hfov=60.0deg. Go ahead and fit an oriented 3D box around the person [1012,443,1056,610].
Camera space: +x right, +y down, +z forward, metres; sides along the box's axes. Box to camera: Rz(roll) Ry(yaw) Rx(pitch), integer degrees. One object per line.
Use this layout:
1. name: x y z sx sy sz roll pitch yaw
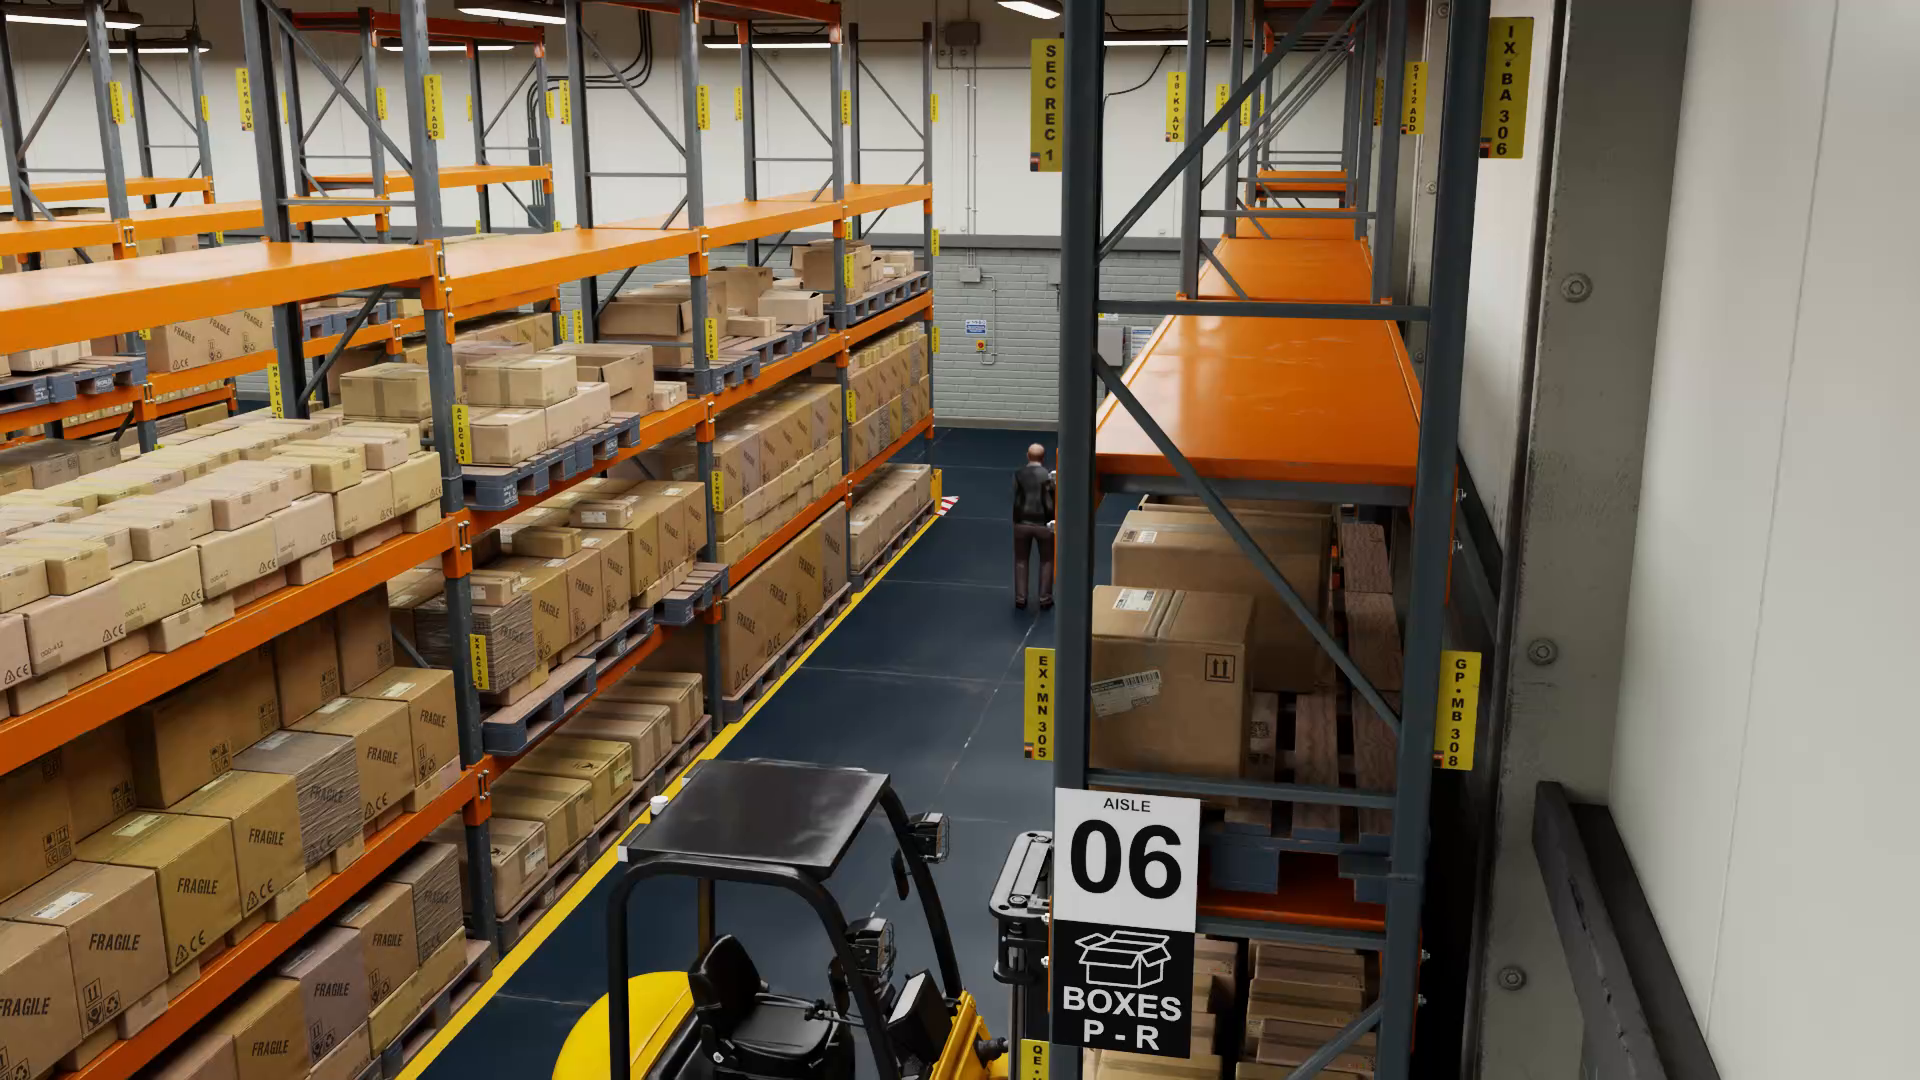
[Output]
1. person: 0.769 -0.153 17.150 0.479 1.691 0.569 3 15 10
